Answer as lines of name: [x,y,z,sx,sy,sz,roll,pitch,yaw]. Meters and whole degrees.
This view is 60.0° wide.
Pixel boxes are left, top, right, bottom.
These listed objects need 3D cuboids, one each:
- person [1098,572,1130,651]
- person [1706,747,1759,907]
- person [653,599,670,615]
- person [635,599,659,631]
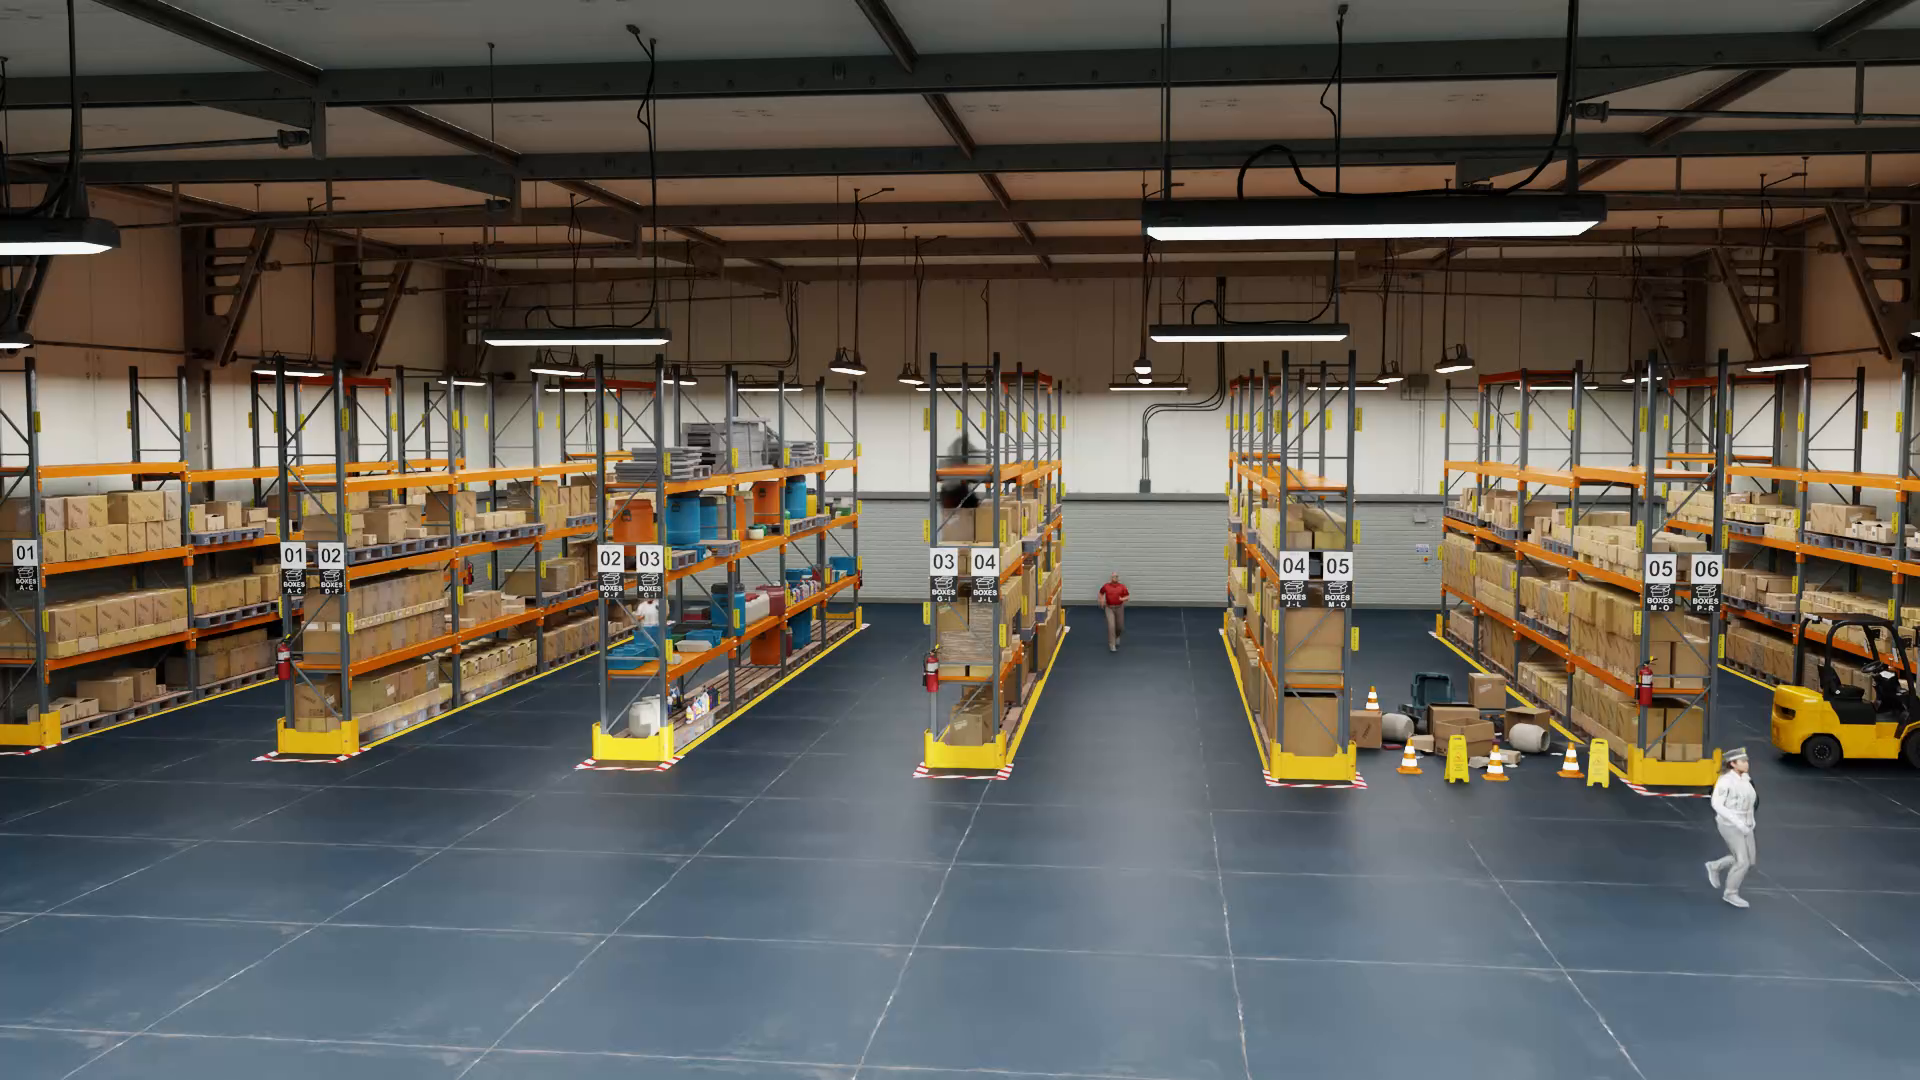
person: [3.392,1.555,36.547,0.673,1.700,0.921,0,4,-1]
person: [8.031,2.956,17.338,0.652,1.654,0.571,-3,5,-36]
person: [-6.242,1.746,34.175,0.550,1.641,0.638,-1,4,-8]
person: [-6.143,1.840,33.020,0.585,1.719,0.708,0,4,-2]
